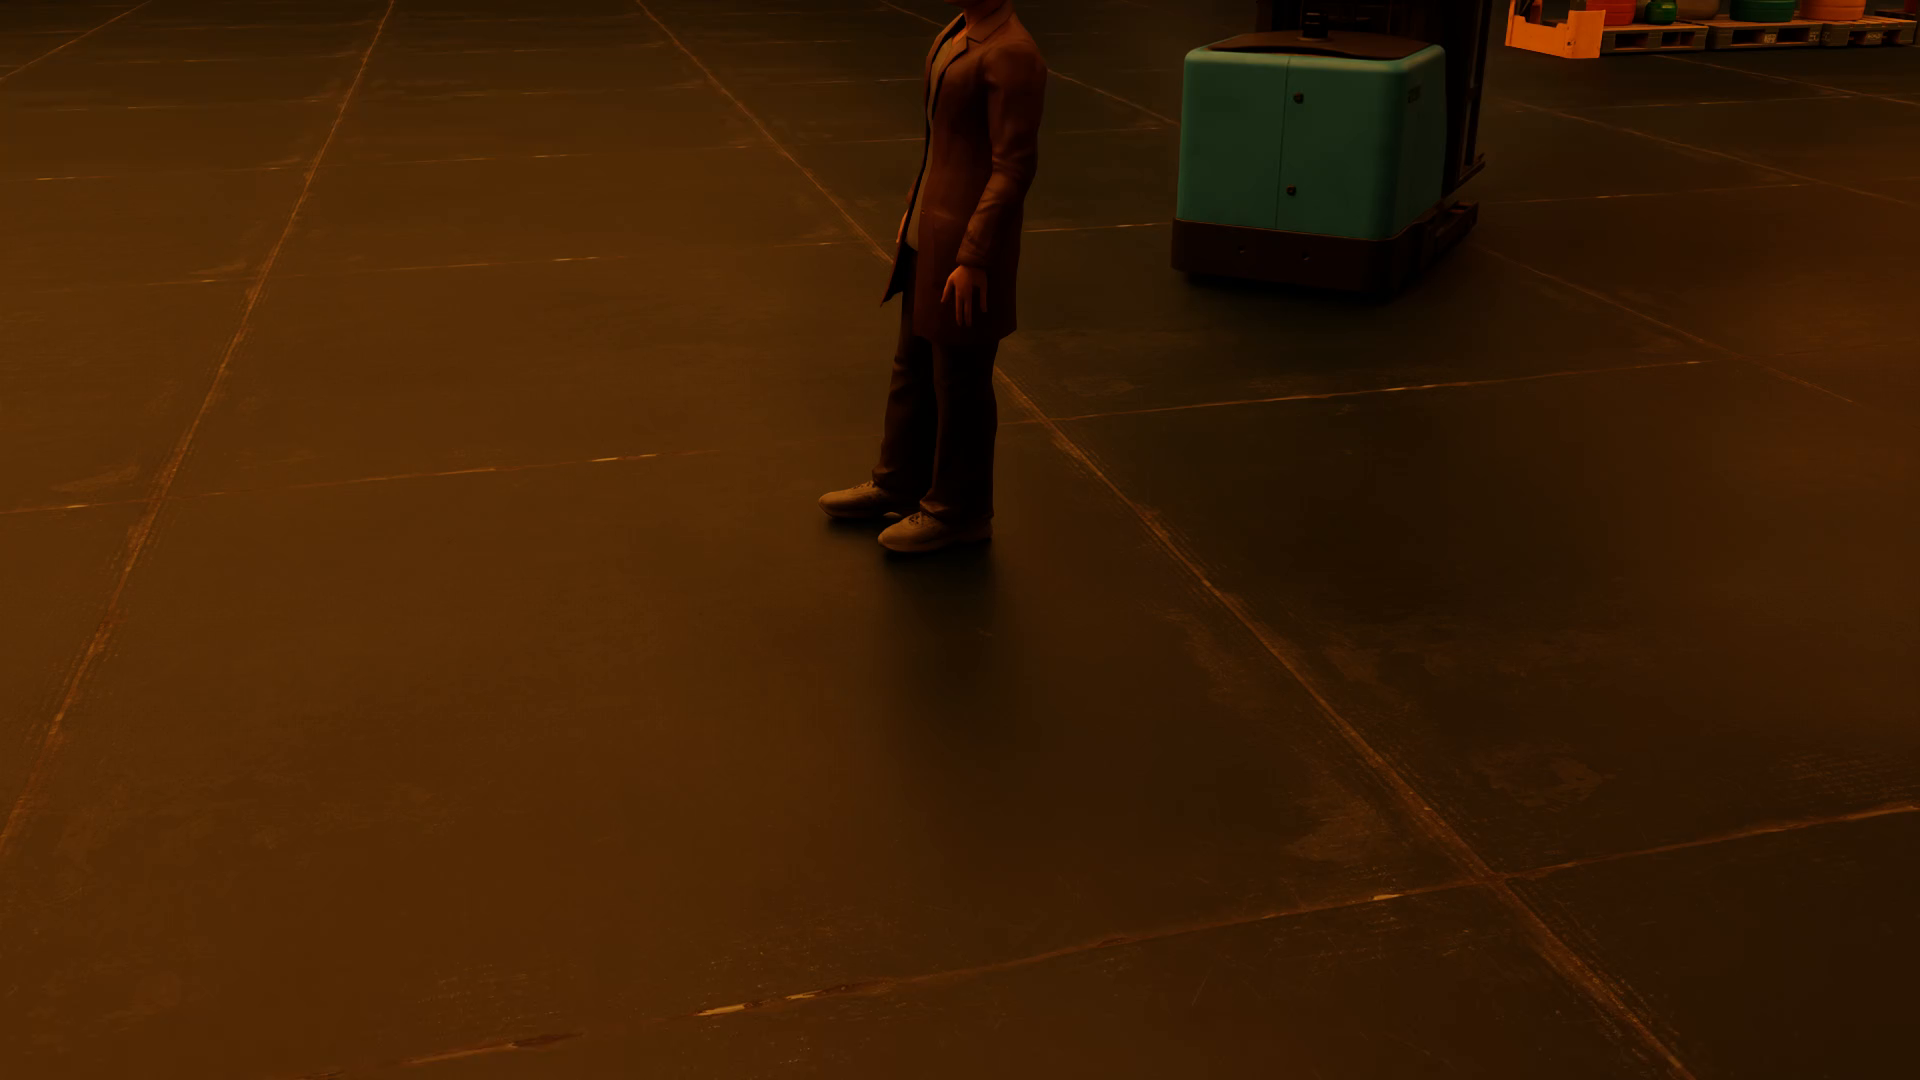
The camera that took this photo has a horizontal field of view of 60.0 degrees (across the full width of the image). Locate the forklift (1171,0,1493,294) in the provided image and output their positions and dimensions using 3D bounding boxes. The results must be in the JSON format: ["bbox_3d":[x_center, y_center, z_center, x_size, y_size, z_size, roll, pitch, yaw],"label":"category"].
[{"bbox_3d":[2.130,-2.998,8.353,1.130,2.935,3.031,11,26,25],"label":"forklift"}]

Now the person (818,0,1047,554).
[{"bbox_3d":[-0.090,-0.817,4.683,0.579,1.778,0.698,-6,24,-14],"label":"person"}]
